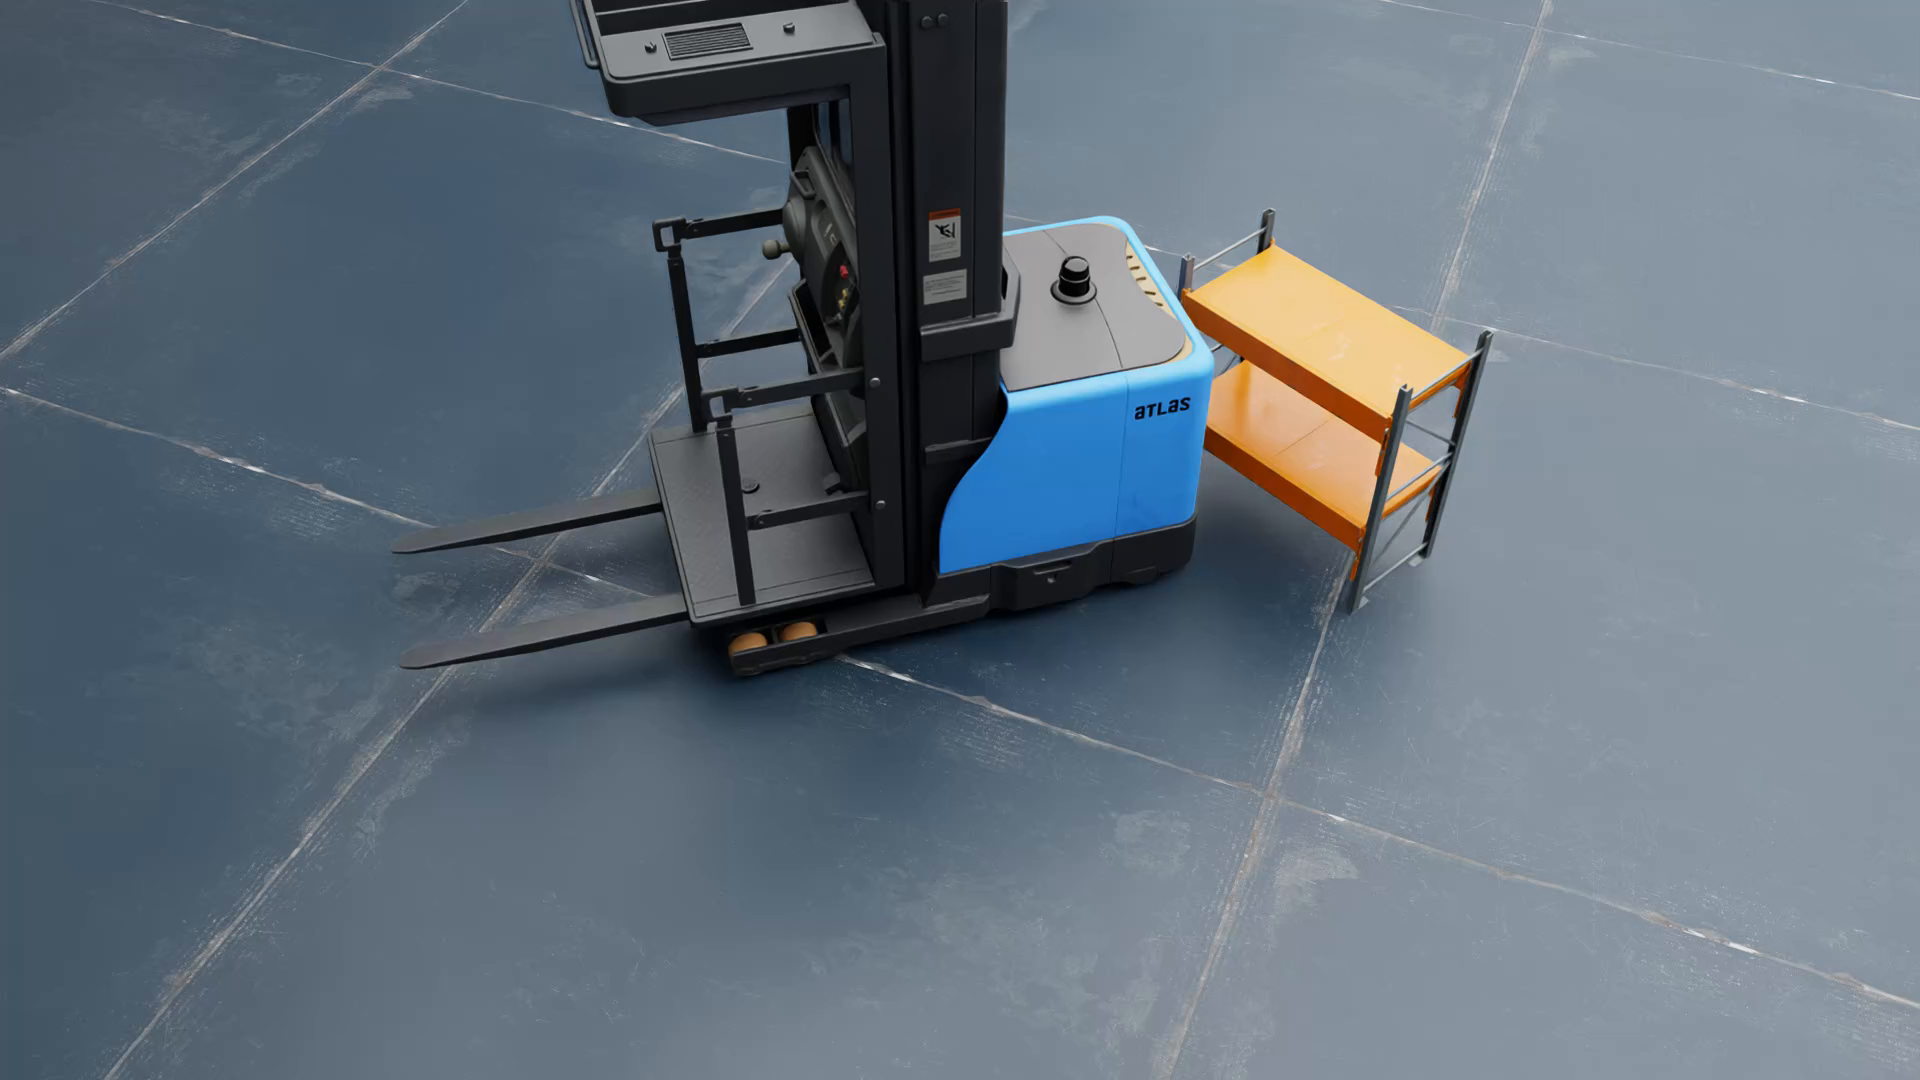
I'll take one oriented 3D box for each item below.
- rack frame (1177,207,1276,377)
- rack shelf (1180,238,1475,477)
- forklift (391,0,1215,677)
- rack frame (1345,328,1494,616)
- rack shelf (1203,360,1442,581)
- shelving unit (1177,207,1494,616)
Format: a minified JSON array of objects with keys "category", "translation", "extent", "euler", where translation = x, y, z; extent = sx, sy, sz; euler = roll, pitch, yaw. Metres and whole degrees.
[{"category":"rack frame","translation":[1.027,-0.769,6.725],"extent":[0.500,1.125,0.032],"euler":[-32,53,-28]},{"category":"rack shelf","translation":[1.362,-0.707,6.248],"extent":[0.538,0.278,1.000],"euler":[-32,53,-28]},{"category":"forklift","translation":[-0.653,-0.948,5.625],"extent":[3.031,2.935,1.130],"euler":[-12,46,-11]},{"category":"rack frame","translation":[1.697,-0.230,6.183],"extent":[0.500,1.125,0.032],"euler":[-32,53,-28]},{"category":"rack shelf","translation":[1.362,-0.326,6.627],"extent":[0.538,0.278,1.000],"euler":[-32,53,-28]},{"category":"shelving unit","translation":[1.362,-0.499,6.454],"extent":[0.538,1.125,1.048],"euler":[-32,53,-28]}]
